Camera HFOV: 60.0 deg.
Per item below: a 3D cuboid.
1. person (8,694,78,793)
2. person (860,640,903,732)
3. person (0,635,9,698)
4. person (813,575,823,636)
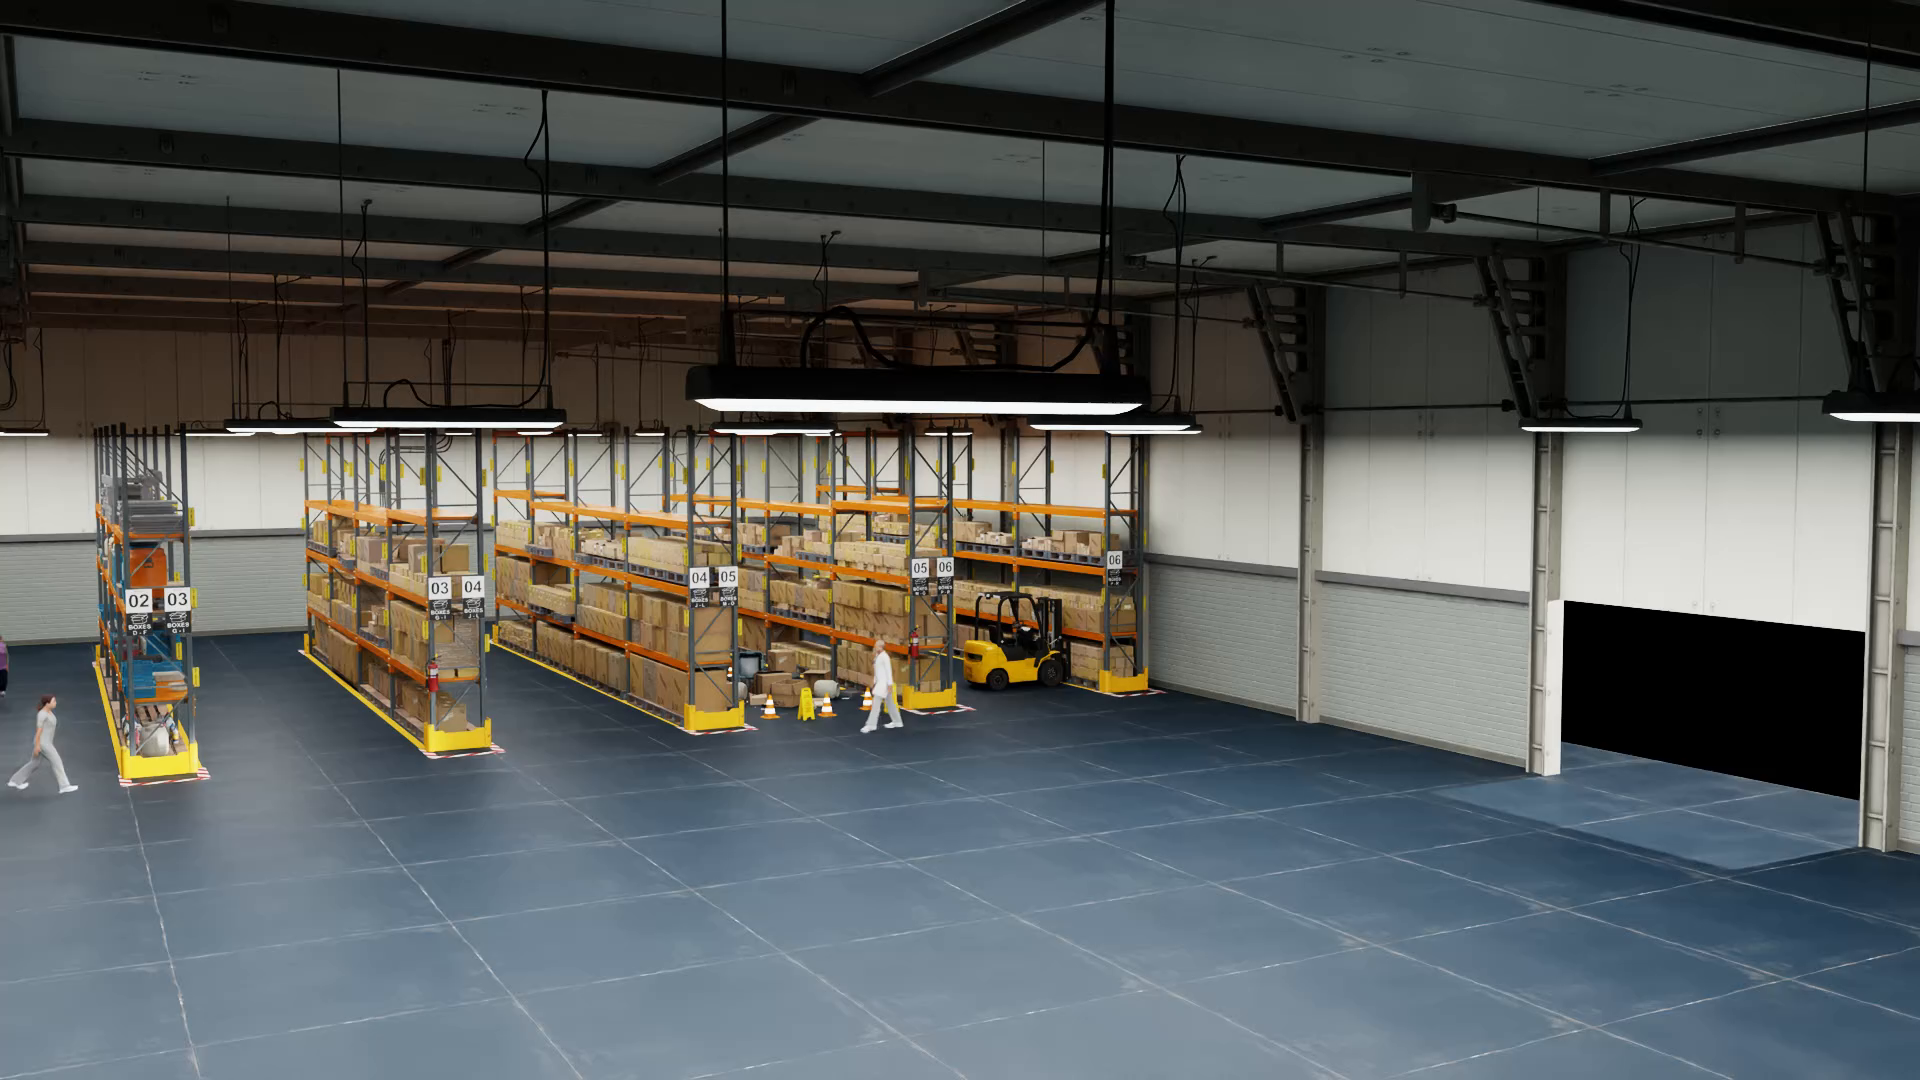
[{"bbox_3d":[-14.842,3.287,26.889,1.099,1.609,0.453,-1,4,-12],"label":"person"},{"bbox_3d":[-1.562,2.854,32.740,0.871,1.764,0.607,-1,3,-9],"label":"person"},{"bbox_3d":[-20.756,2.755,35.880,0.413,1.561,0.768,-2,4,-32],"label":"person"},{"bbox_3d":[-4.128,1.906,48.583,0.458,1.776,0.595,1,3,9],"label":"person"}]
